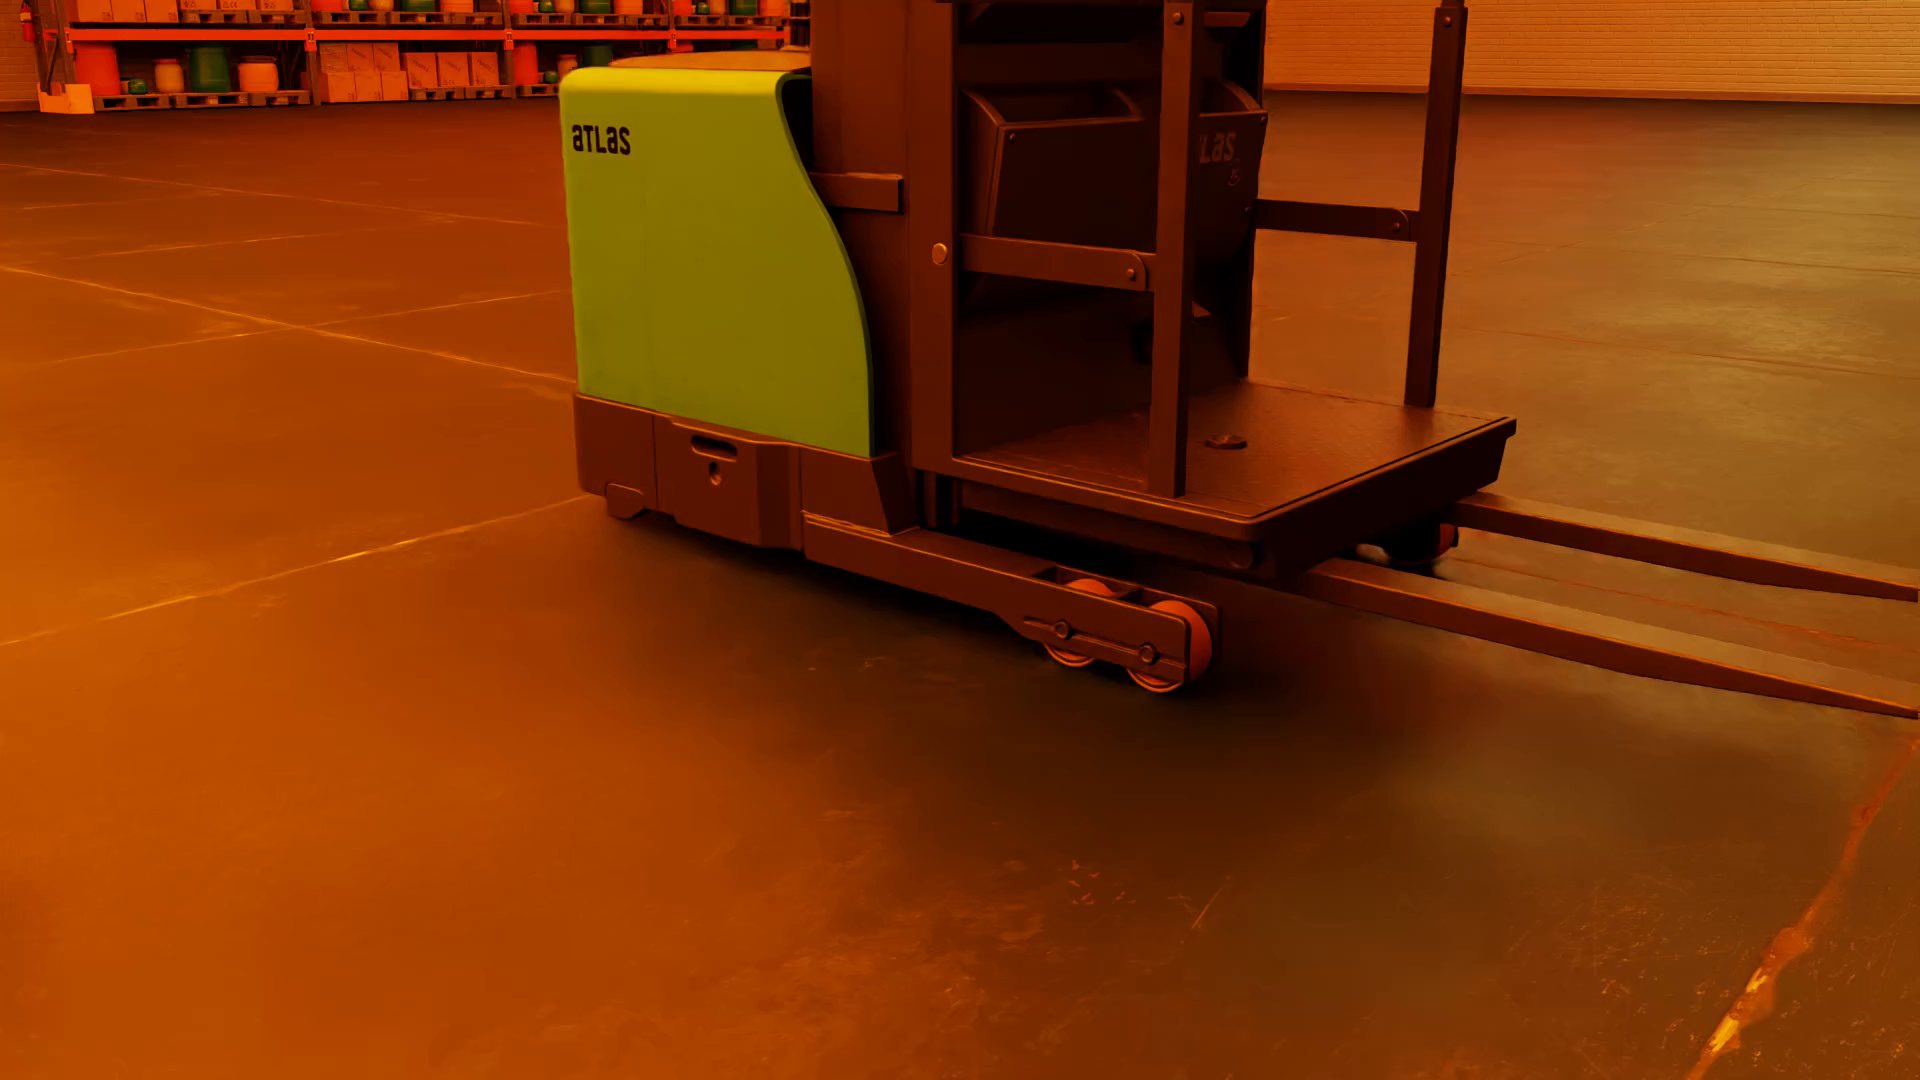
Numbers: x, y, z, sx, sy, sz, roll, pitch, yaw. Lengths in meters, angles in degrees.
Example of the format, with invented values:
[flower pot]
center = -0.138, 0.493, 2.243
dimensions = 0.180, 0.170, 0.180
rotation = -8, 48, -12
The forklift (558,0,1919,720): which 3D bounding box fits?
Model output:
[forklift]
center = 0.492, -1.297, 3.169
dimensions = 3.031, 2.935, 1.130
rotation = 14, 22, 39
